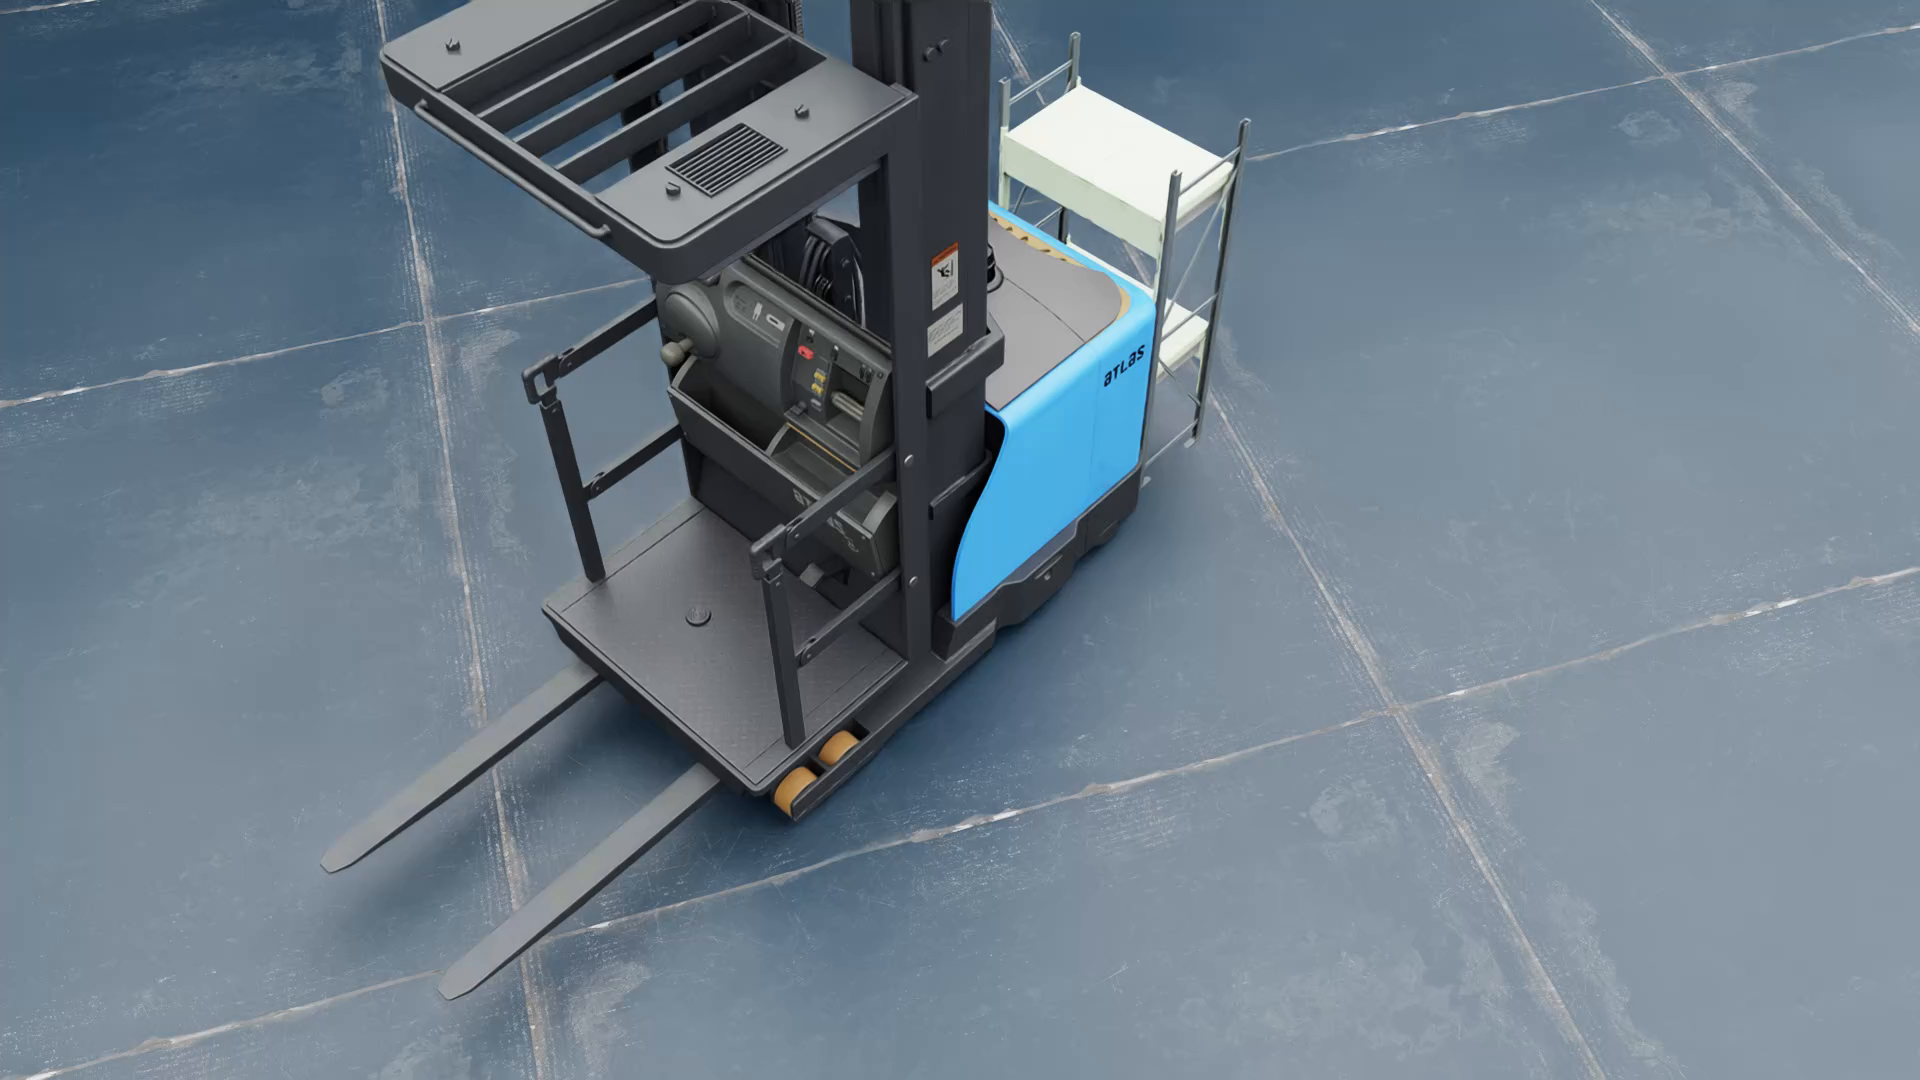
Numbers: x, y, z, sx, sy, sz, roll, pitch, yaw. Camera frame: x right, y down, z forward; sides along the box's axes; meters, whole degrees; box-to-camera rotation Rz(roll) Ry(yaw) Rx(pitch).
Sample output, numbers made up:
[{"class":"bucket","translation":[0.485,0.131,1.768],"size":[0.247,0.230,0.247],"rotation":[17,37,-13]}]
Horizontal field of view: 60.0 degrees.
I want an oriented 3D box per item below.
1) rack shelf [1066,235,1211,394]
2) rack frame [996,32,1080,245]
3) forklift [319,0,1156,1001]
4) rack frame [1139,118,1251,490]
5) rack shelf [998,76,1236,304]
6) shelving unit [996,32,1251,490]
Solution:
[{"class":"rack shelf","translation":[0.542,-0.765,6.340],"size":[0.720,0.370,0.431],"rotation":[35,58,26]},{"class":"rack frame","translation":[0.274,-1.166,6.252],"size":[0.023,1.500,0.400],"rotation":[35,58,26]},{"class":"forklift","translation":[-0.701,-0.482,4.739],"size":[1.130,2.935,3.031],"rotation":[35,58,26]},{"class":"rack frame","translation":[0.810,-0.785,5.930],"size":[0.023,1.500,0.400],"rotation":[35,58,26]},{"class":"rack shelf","translation":[0.542,-1.227,5.793],"size":[0.720,0.370,0.431],"rotation":[35,58,26]},{"class":"shelving unit","translation":[0.542,-0.975,6.091],"size":[0.755,1.500,0.431],"rotation":[35,58,26]}]
